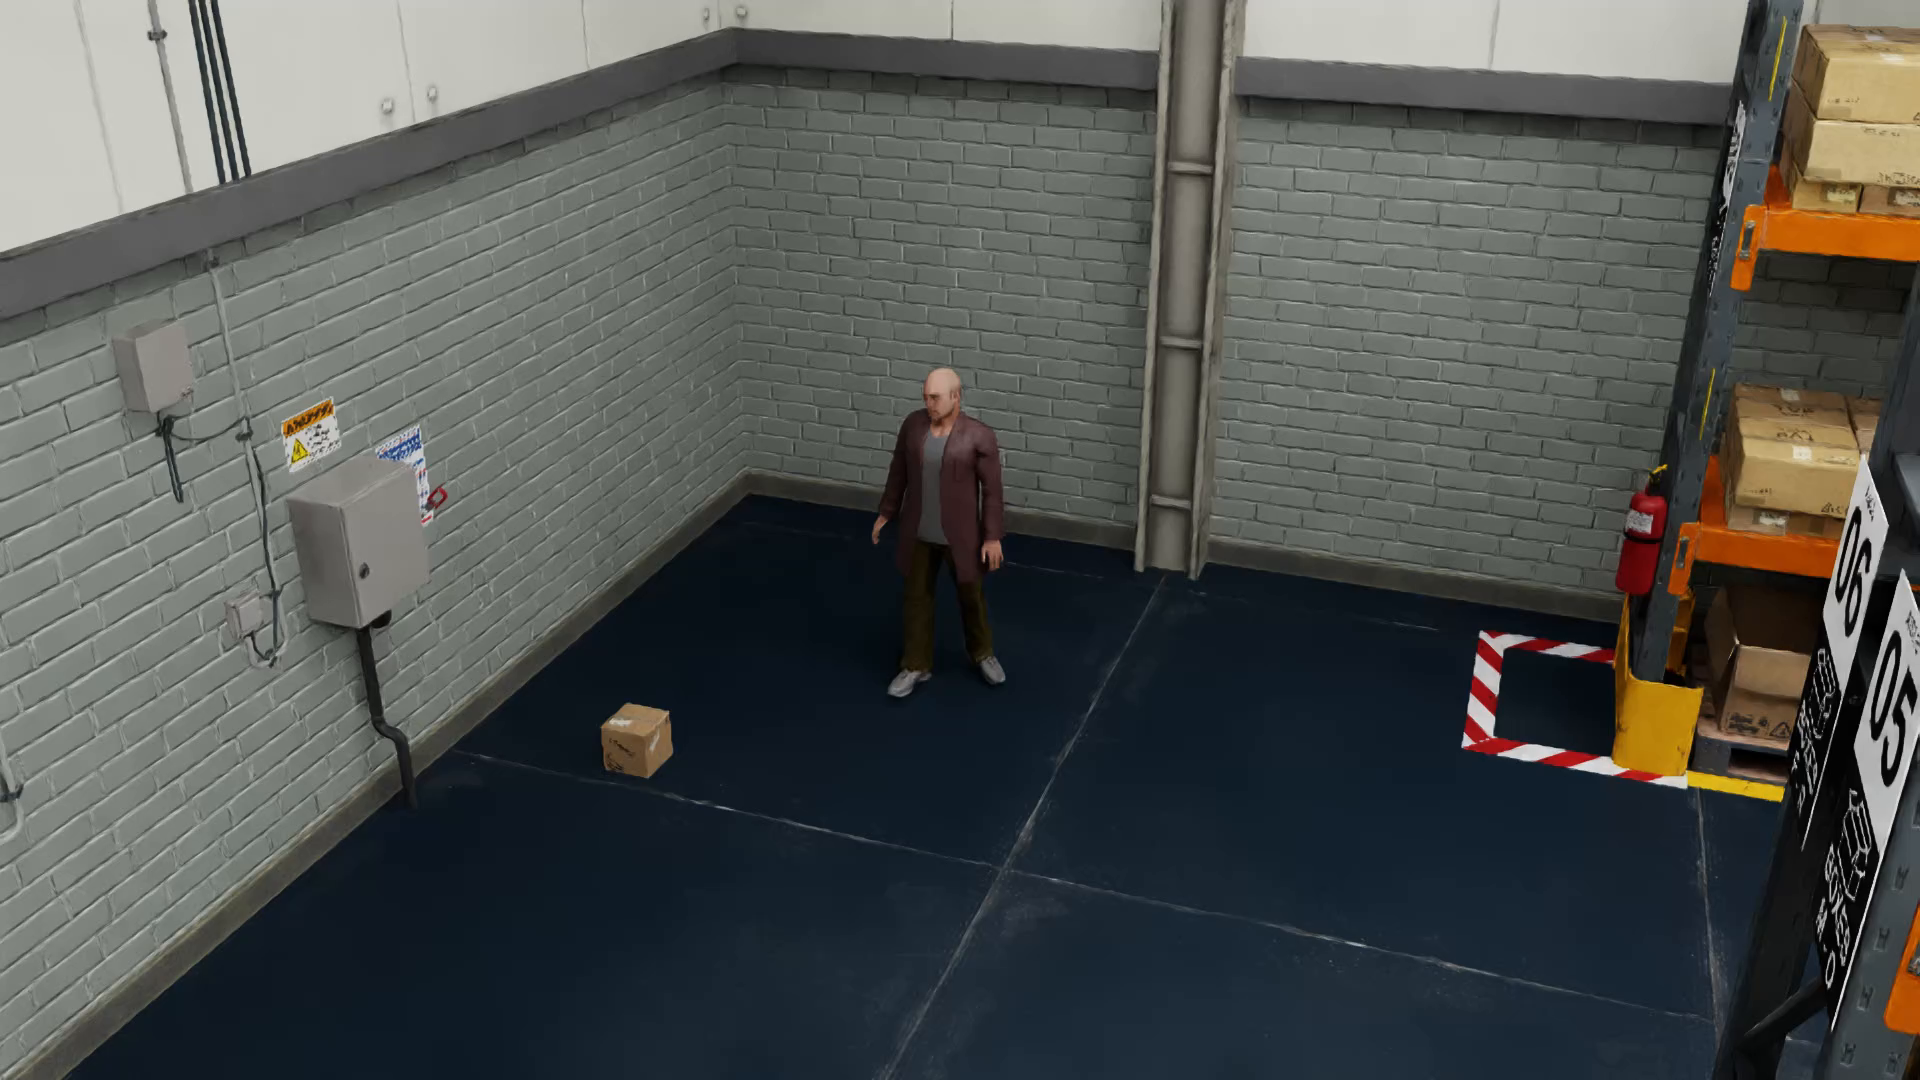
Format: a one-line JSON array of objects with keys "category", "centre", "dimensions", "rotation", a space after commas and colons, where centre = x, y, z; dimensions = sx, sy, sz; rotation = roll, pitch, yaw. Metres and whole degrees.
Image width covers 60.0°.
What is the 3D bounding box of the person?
[{"category": "person", "centre": [-0.123, -0.043, 8.678], "dimensions": [0.738, 1.776, 0.643], "rotation": [10, 27, 19]}]
